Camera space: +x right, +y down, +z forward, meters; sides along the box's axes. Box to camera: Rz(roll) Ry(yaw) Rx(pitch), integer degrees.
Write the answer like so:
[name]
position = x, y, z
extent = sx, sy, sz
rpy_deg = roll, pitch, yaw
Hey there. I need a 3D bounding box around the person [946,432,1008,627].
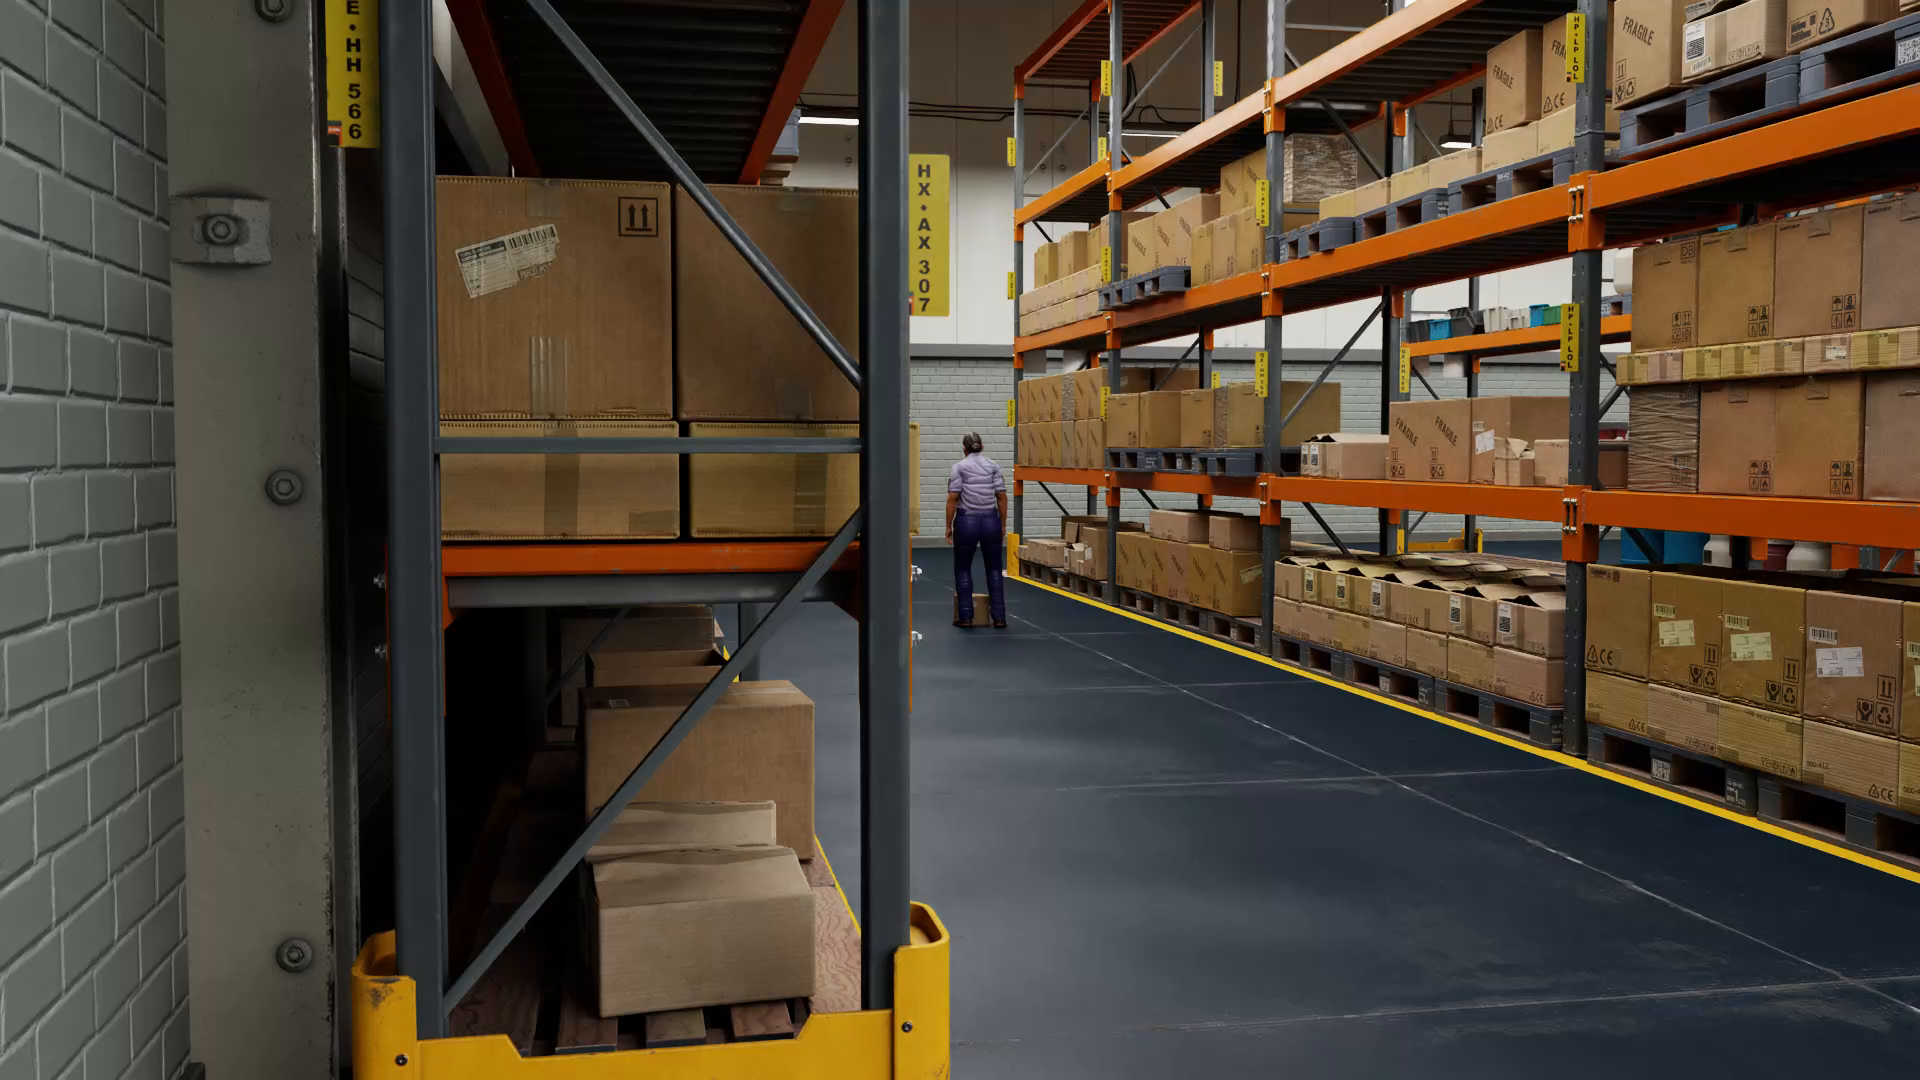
[person]
position = 0.145, -0.089, 14.036
extent = 0.554, 1.652, 0.416
rpy_deg = -1, 3, -13
